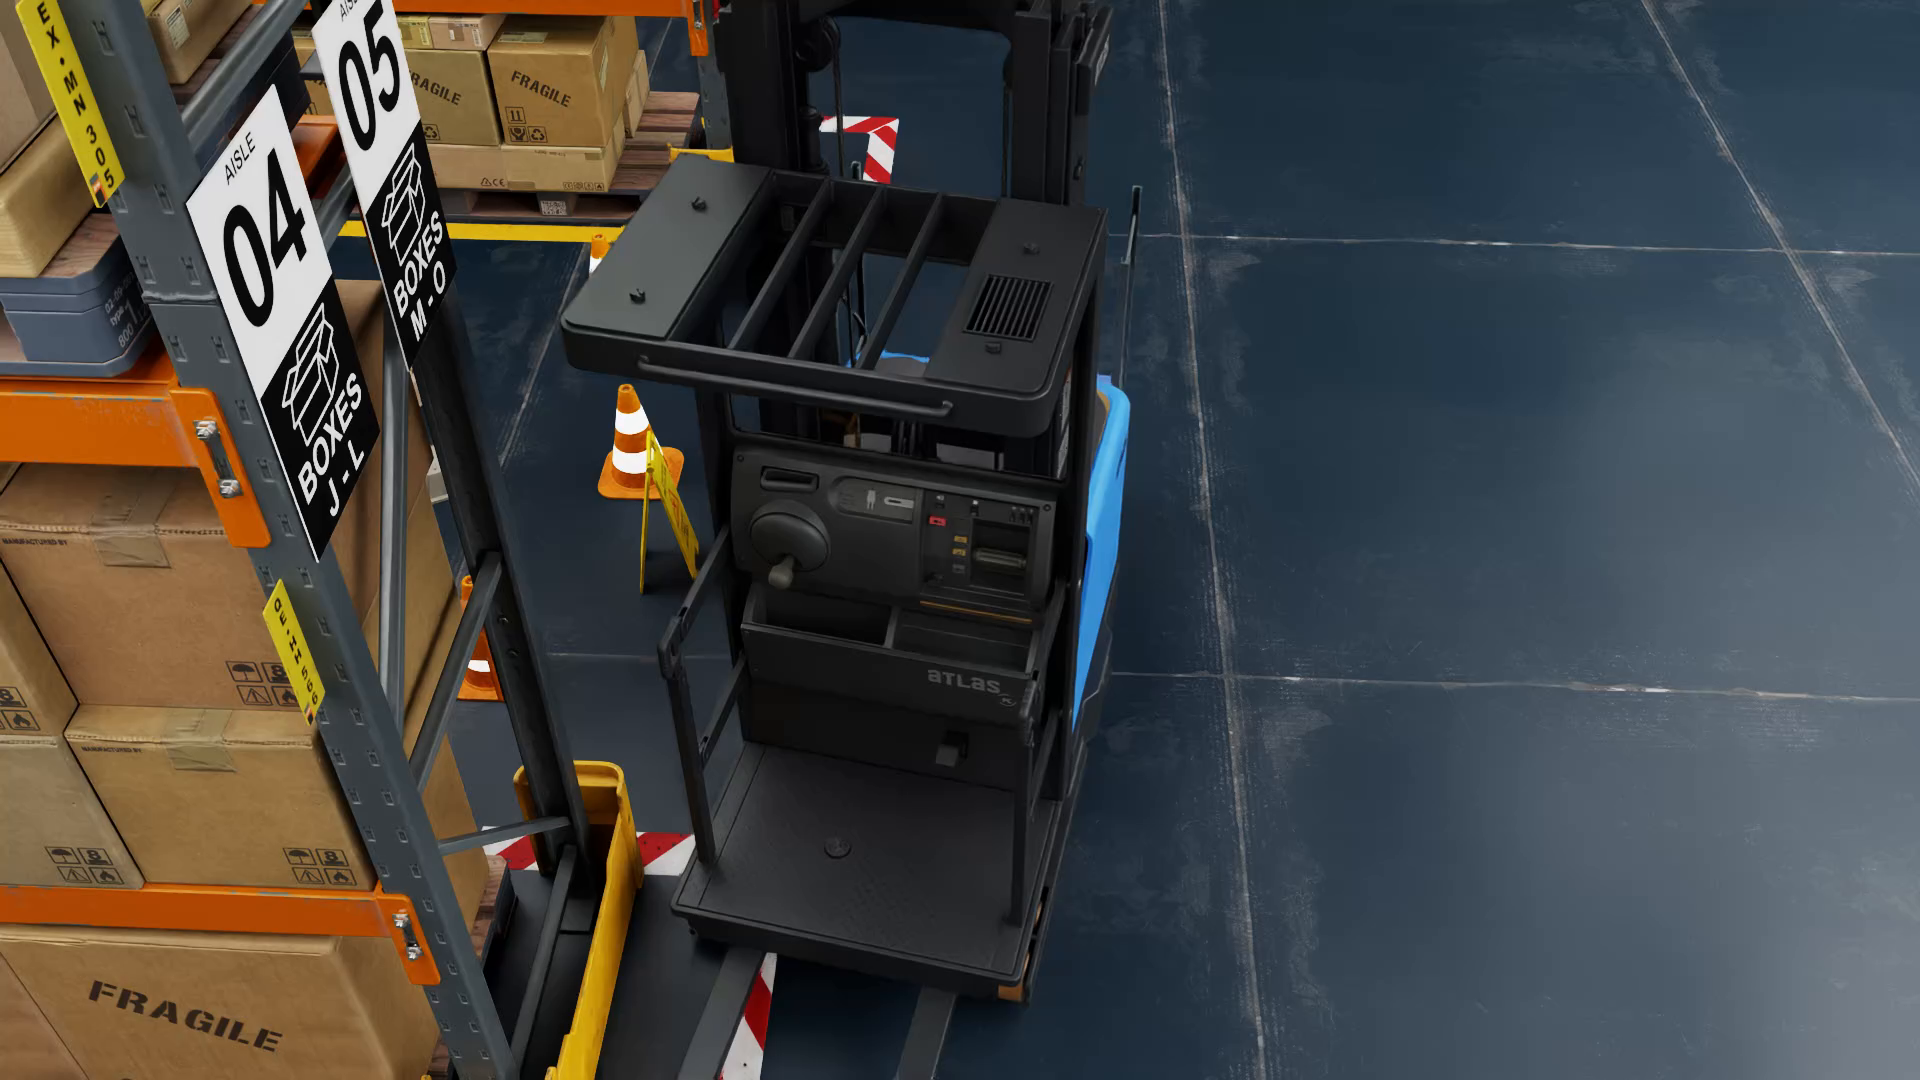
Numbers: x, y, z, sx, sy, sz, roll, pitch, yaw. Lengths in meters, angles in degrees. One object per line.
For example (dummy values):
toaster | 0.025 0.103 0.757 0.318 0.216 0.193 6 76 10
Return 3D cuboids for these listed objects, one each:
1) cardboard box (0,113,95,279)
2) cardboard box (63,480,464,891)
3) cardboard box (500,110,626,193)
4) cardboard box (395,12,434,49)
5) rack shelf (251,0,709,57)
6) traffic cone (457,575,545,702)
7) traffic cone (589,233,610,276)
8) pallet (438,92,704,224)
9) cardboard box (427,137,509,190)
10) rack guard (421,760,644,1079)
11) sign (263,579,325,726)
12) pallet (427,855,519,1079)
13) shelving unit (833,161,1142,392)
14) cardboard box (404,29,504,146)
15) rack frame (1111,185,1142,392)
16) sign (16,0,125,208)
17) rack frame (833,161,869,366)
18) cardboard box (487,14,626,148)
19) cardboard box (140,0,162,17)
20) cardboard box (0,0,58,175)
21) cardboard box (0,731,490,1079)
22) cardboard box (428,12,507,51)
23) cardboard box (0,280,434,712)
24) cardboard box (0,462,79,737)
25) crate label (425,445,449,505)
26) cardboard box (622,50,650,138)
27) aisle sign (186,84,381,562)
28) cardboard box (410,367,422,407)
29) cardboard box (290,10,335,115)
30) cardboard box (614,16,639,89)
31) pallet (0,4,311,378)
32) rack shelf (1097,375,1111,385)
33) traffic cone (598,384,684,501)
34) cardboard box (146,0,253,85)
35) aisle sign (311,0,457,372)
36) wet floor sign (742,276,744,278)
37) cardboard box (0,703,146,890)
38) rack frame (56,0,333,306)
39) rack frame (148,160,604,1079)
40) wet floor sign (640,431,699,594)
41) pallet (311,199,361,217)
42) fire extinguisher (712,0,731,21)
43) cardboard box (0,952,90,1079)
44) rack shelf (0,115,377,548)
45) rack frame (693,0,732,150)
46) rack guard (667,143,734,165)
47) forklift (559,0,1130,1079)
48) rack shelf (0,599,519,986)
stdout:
cardboard box | -1.621 -0.610 2.806 0.250 0.149 0.380 2 43 2
cardboard box | -1.647 0.330 4.085 0.550 0.550 0.875 2 43 2
cardboard box | -1.996 -1.998 8.404 0.500 0.250 0.500 2 43 2
cardboard box | -2.585 -2.490 7.906 0.250 0.149 0.380 2 43 3
rack shelf | -3.150 -2.807 8.090 4.000 0.370 1.077 2 43 2
traffic cone | -1.741 0.310 6.077 0.334 0.463 0.336 2 43 2
traffic cone | -1.640 -1.215 7.715 0.334 0.463 0.336 2 43 2
pallet | -2.038 -2.039 8.784 1.213 0.211 1.003 2 43 2
cardboard box | -2.489 -2.019 8.426 0.500 0.250 0.500 2 43 2
rack guard | -1.250 1.281 5.008 0.348 0.500 1.175 2 43 2
sign | -1.312 0.224 3.286 0.005 0.325 0.100 2 43 2
pallet | -2.076 1.414 5.077 1.213 0.211 1.003 2 43 2
shelving unit | 0.088 -0.596 6.290 1.048 1.500 0.538 6 43 7
cardboard box | -2.486 -2.291 8.168 0.500 0.500 0.500 3 43 3
rack frame | 0.589 -0.540 6.229 0.032 1.500 0.500 6 43 7
sign | -1.312 -0.658 2.464 0.005 0.325 0.100 2 43 2
rack frame | -0.414 -0.652 6.350 0.032 1.500 0.500 6 43 7
cardboard box | -1.964 -2.277 8.153 0.500 0.500 0.500 2 43 2
cardboard box | -1.745 -1.166 3.111 0.500 0.250 0.500 2 43 2
cardboard box | -1.776 -0.801 2.719 0.500 0.250 0.500 2 43 2
cardboard box | -1.954 1.013 4.712 0.875 0.875 0.875 2 43 2
cardboard box | -2.334 -2.480 7.895 0.250 0.149 0.380 3 43 3
cardboard box | -1.643 -0.122 3.779 0.550 0.550 0.875 2 43 2
cardboard box | -2.197 -0.076 3.729 0.550 0.550 0.875 2 43 2
crate label | -2.138 -0.311 6.984 0.298 0.136 0.250 -19 46 -20
cardboard box | -1.945 -2.369 8.802 0.500 0.250 0.500 1 43 2
aisle sign | -1.217 -0.379 3.049 0.004 0.787 0.394 2 43 2
cardboard box | -2.552 -0.630 7.317 0.250 0.149 0.380 24 48 23
cardboard box | -2.989 -2.311 8.190 0.500 0.500 0.500 1 43 1
cardboard box | -1.969 -2.644 8.546 0.500 0.500 0.500 0 43 0
pallet | -2.016 -0.715 3.182 1.213 0.211 1.003 2 43 2
rack shelf | 0.088 -0.465 6.412 1.000 0.185 0.538 6 43 7
traffic cone | -1.350 -0.449 6.892 0.334 0.463 0.336 2 43 2
cardboard box | -1.602 -1.059 3.289 0.250 0.149 0.380 2 43 2
aisle sign | -1.190 -0.788 3.488 0.004 0.787 0.394 2 43 2
wet floor sign | -1.010 -1.413 7.793 0.232 0.644 0.267 16 45 16
cardboard box | -2.197 0.328 4.087 0.550 0.550 0.875 2 43 2
rack frame | -1.274 -1.830 2.112 0.127 3.000 1.000 2 43 2
rack frame | -1.274 0.365 4.157 0.127 3.000 1.000 2 43 2
wet floor sign | -1.156 -0.121 6.406 0.232 0.644 0.267 -5 43 -5
pallet | -3.253 -2.079 8.827 1.213 0.211 1.003 2 43 2
fire extinguisher | -1.058 -2.663 7.465 0.183 0.674 0.296 2 43 2
cardboard box | -2.834 0.988 4.740 0.875 0.875 0.875 1 43 1
rack shelf | -3.272 -0.530 3.446 4.000 0.370 1.077 2 43 2
rack frame | -1.152 -3.008 7.779 0.127 3.000 1.000 2 43 2
rack guard | -1.228 -2.096 8.633 0.348 0.500 1.175 2 43 2
forklift | -0.244 0.075 4.520 1.130 2.935 3.031 9 44 10
rack shelf | -3.272 0.567 4.468 4.000 0.370 1.077 2 43 2
